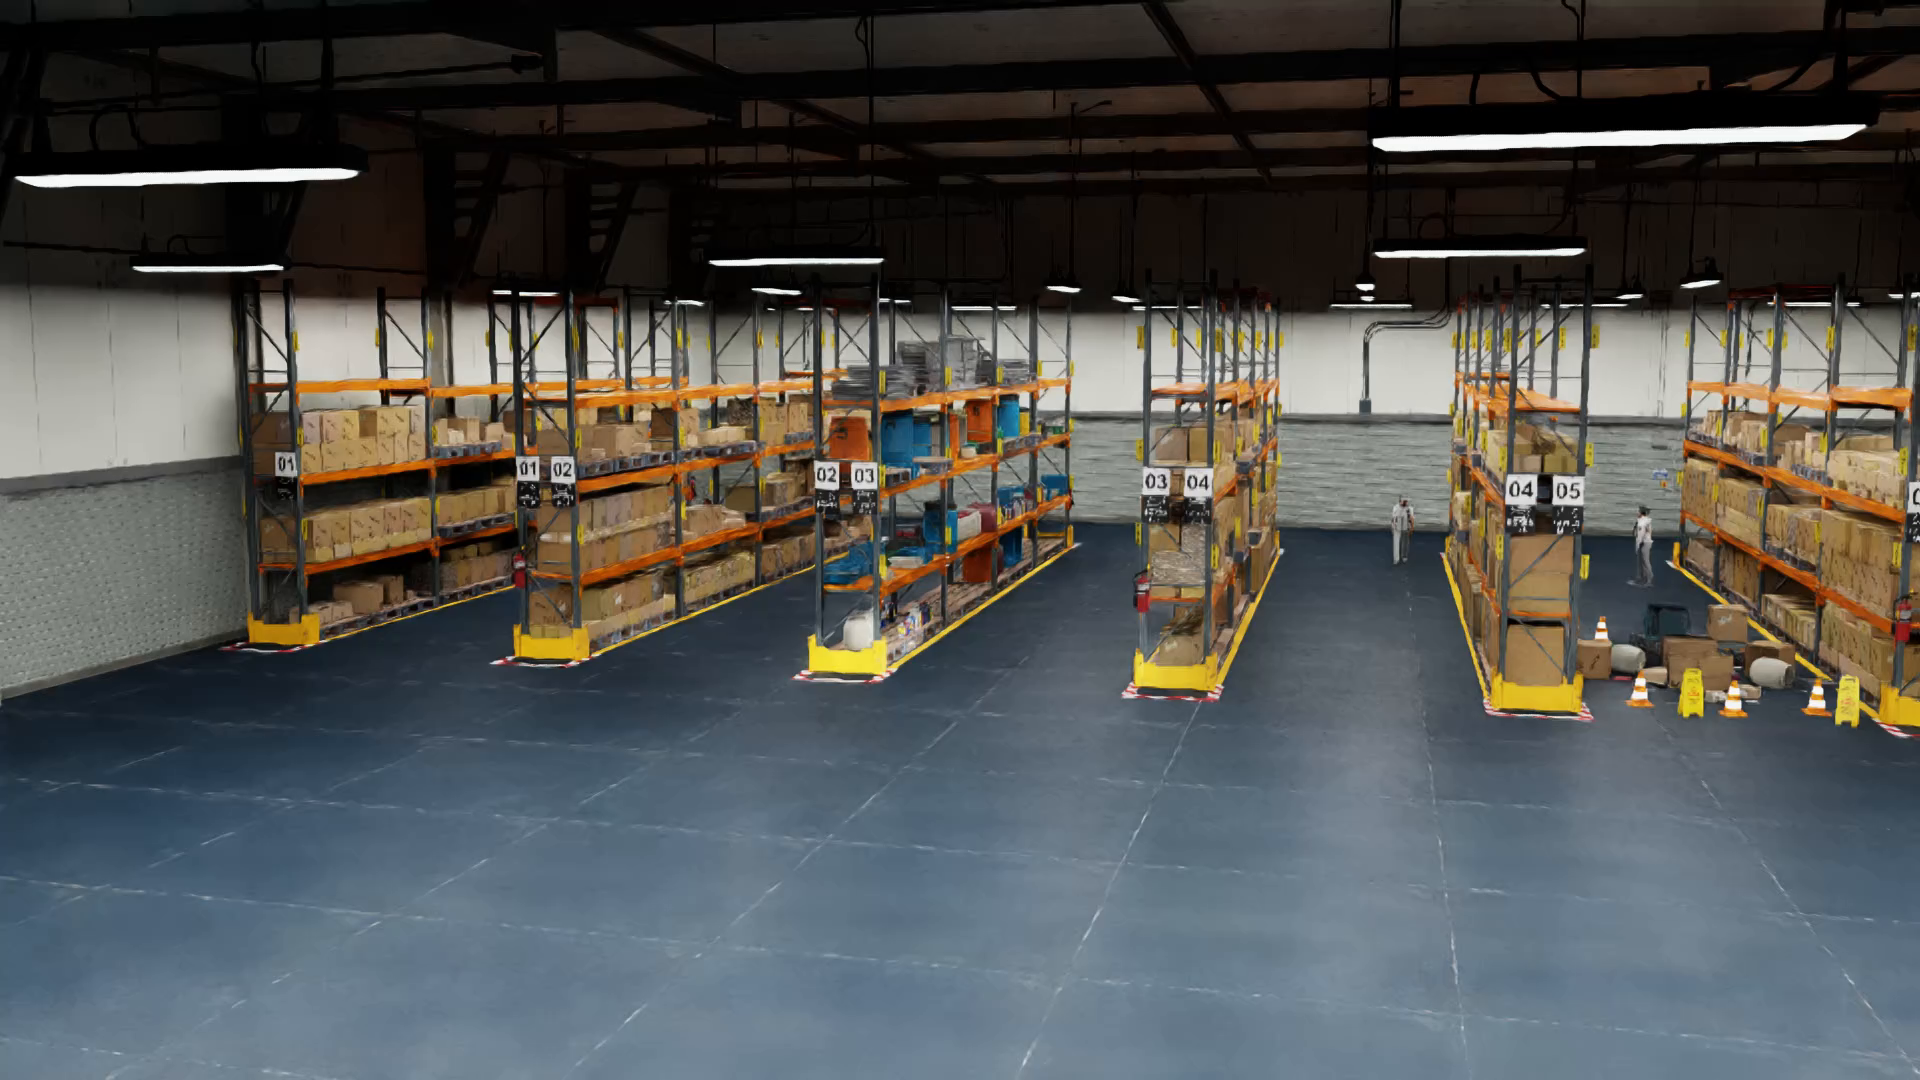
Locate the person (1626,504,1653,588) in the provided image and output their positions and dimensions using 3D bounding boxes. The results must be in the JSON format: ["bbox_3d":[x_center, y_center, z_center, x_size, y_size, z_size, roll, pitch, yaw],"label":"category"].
[{"bbox_3d":[13.870,0.109,33.832,0.561,1.663,0.591,5,8,34],"label":"person"}]

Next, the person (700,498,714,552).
[{"bbox_3d":[-5.587,-0.191,37.030,0.566,1.541,0.519,1,7,11],"label":"person"}]

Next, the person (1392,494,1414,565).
[{"bbox_3d":[9.918,-0.258,37.241,0.481,1.583,1.083,1,7,12],"label":"person"}]
